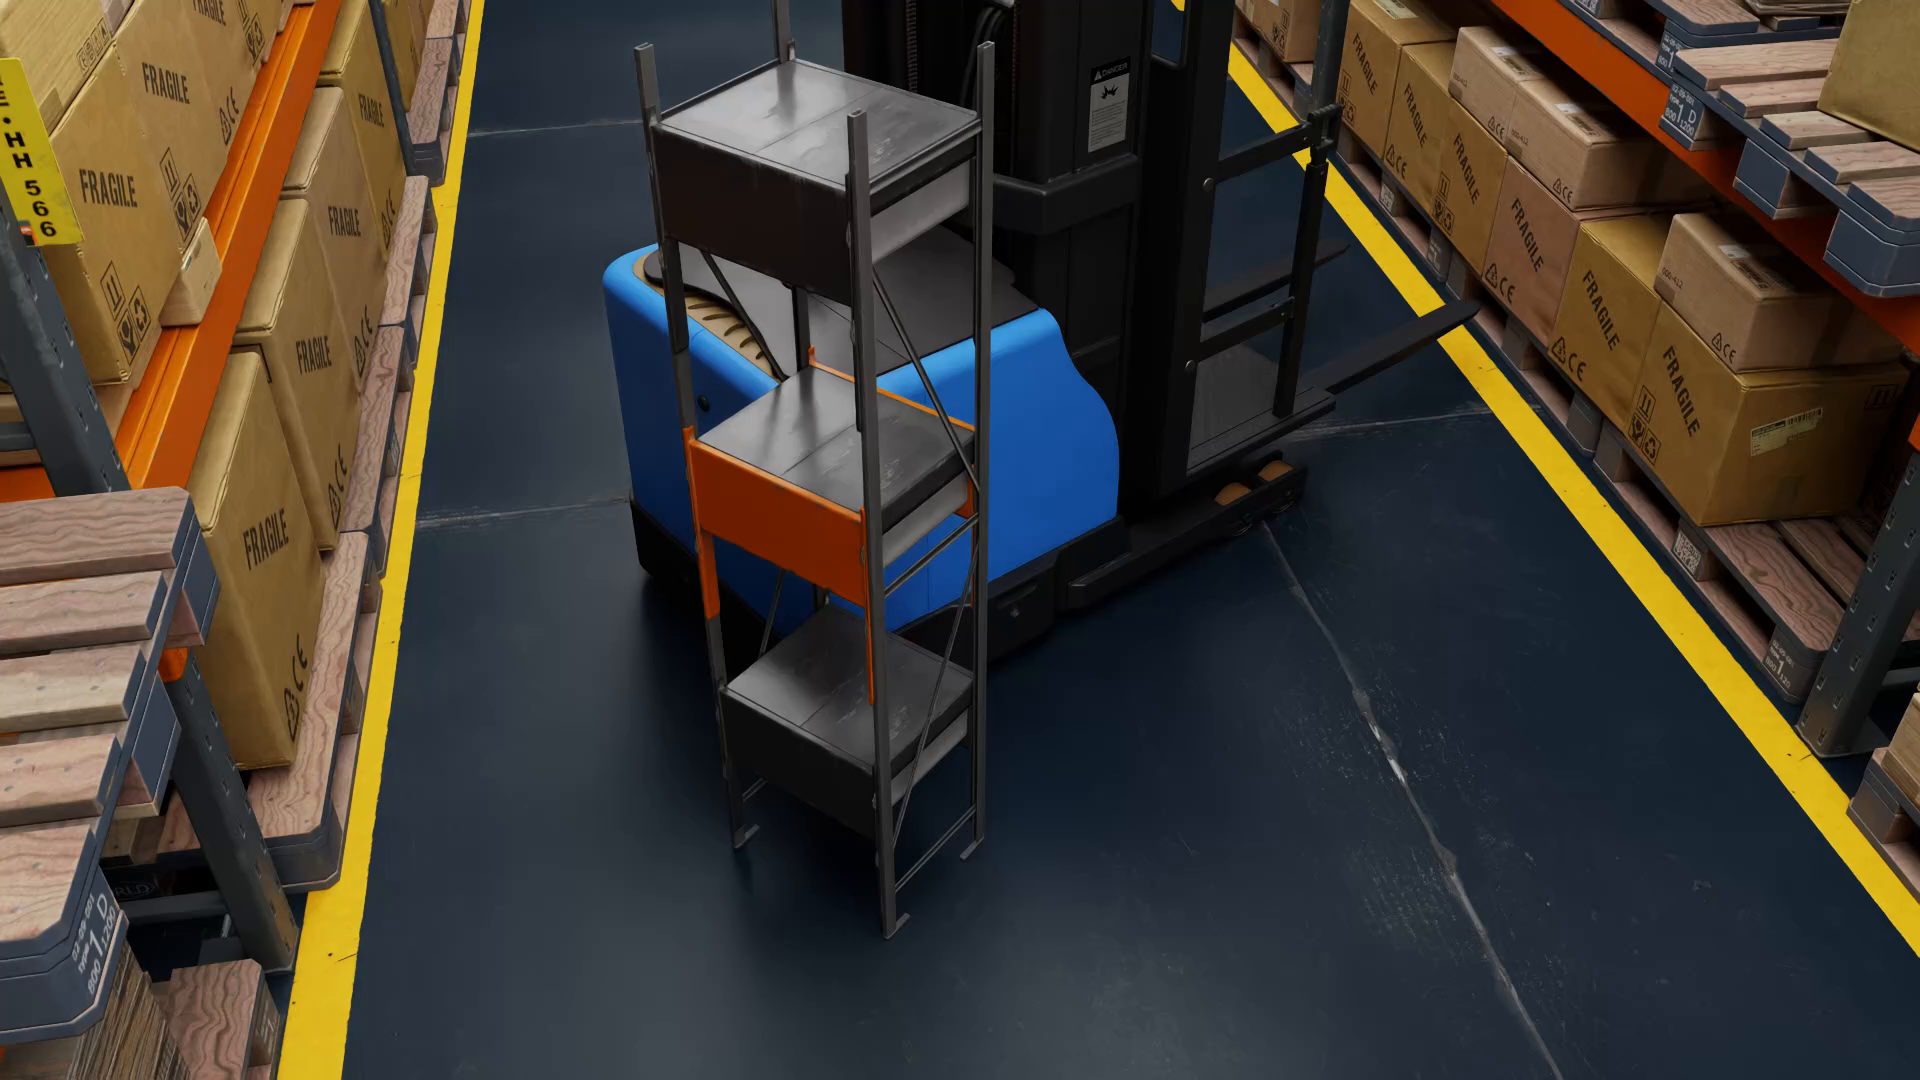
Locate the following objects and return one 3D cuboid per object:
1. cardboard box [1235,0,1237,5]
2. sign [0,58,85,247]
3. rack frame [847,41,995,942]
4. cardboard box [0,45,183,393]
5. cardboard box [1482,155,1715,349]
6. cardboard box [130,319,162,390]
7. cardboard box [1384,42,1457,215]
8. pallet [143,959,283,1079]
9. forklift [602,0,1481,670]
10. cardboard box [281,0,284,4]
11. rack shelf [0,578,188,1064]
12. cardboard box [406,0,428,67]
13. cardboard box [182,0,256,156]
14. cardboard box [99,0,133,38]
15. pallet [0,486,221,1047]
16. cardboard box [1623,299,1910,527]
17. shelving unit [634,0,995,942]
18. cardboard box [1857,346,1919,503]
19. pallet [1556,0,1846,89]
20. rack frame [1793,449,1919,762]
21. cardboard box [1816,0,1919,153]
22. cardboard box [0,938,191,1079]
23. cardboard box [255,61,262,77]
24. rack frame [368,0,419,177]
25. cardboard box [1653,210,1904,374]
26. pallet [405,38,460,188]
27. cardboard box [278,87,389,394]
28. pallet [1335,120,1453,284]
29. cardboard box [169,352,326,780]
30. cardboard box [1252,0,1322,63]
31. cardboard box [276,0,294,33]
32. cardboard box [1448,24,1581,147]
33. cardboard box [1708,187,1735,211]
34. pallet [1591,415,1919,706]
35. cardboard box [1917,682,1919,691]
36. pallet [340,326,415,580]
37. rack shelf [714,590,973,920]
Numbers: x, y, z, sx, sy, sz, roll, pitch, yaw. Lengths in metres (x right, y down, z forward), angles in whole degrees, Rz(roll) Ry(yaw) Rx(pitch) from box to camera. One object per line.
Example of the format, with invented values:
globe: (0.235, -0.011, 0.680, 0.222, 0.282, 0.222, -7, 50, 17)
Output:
cardboard box: (1.584, -2.974, 8.466, 0.500, 0.311, 0.500, -6, 38, -8)
sign: (-1.548, -0.634, 2.742, 0.100, 0.325, 0.005, -6, 38, -8)
rack frame: (-0.062, 0.037, 3.491, 0.015, 2.100, 0.400, 24, 44, 28)
cardboard box: (-1.913, -0.630, 3.275, 0.500, 0.500, 0.500, -5, 38, -7)
cardboard box: (2.213, -1.034, 5.815, 0.500, 0.500, 0.500, -8, 38, -10)
cardboard box: (-1.945, -0.430, 3.546, 0.380, 0.149, 0.250, -6, 38, -7)
cardboard box: (2.044, -1.642, 6.598, 0.500, 0.500, 0.500, -6, 38, -7)
pallet: (-1.945, 1.429, 3.238, 1.003, 0.211, 1.213, -6, 38, -8)
forklift: (0.486, -1.398, 4.660, 3.031, 2.935, 1.130, -26, 45, -30)
cardboard box: (-2.273, -1.862, 4.861, 0.500, 0.500, 0.500, -6, 38, -8)
rack shelf: (-1.730, 1.348, 1.656, 1.077, 0.370, 4.000, -6, 38, -8)
cardboard box: (-2.896, -2.505, 7.725, 0.700, 0.500, 0.500, -7, 38, -8)
cardboard box: (-2.082, -1.247, 4.070, 0.500, 0.500, 0.500, -6, 38, -8)
cardboard box: (-2.001, -1.231, 3.439, 0.500, 0.250, 0.500, -7, 38, -9)
pallet: (-1.850, 0.351, 2.510, 1.213, 0.211, 1.003, -6, 38, -8)
cardboard box: (2.401, -0.405, 5.006, 0.500, 0.500, 0.500, -5, 38, -6)
shelving unit: (-0.259, -0.052, 3.605, 0.503, 2.100, 0.431, 24, 44, 28)
cardboard box: (2.900, -0.487, 5.111, 0.500, 0.500, 0.500, -8, 38, -10)
pallet: (2.451, -1.777, 5.249, 1.003, 0.211, 1.213, -6, 38, -8)
rack frame: (2.796, -0.679, 3.679, 1.000, 3.000, 0.127, -6, 38, -8)
cardboard box: (2.575, -1.253, 3.994, 0.700, 0.500, 0.500, -19, 42, -23)
cardboard box: (-1.903, 1.099, 3.070, 0.700, 0.500, 0.500, -6, 38, -7)
cardboard box: (-2.229, -1.361, 4.746, 0.380, 0.149, 0.250, -5, 38, -7)
rack frame: (-2.781, -2.560, 6.100, 1.000, 3.000, 0.127, -6, 38, -8)
cardboard box: (2.387, -0.735, 4.819, 0.500, 0.250, 0.500, -5, 38, -6)
pallet: (-2.838, -1.926, 7.558, 1.003, 0.211, 1.213, -6, 38, -8)
cardboard box: (-2.381, -0.962, 5.453, 0.750, 0.750, 0.750, -5, 38, -7)
pallet: (2.275, -1.507, 7.017, 1.003, 0.211, 1.213, -6, 38, -8)
cardboard box: (-2.080, 0.081, 4.111, 0.750, 0.750, 0.750, -7, 38, -9)
cardboard box: (1.716, -2.595, 7.824, 0.500, 0.500, 0.500, -6, 38, -8)
cardboard box: (-2.293, -1.676, 5.150, 0.380, 0.149, 0.250, -6, 38, -8)
cardboard box: (2.115, -1.655, 6.003, 0.500, 0.250, 0.500, -6, 38, -8)
cardboard box: (2.721, -1.105, 5.906, 0.500, 0.500, 0.500, -7, 38, -9)
pallet: (2.703, -0.033, 5.120, 1.003, 0.211, 1.213, -6, 38, -8)
cardboard box: (2.599, 0.367, 3.774, 0.500, 0.311, 0.500, -5, 38, -6)
pallet: (-2.355, -0.262, 5.416, 1.003, 0.211, 1.213, -6, 38, -8)
rack shelf: (-0.259, 0.512, 4.043, 0.480, 0.518, 0.431, 24, 44, 28)
